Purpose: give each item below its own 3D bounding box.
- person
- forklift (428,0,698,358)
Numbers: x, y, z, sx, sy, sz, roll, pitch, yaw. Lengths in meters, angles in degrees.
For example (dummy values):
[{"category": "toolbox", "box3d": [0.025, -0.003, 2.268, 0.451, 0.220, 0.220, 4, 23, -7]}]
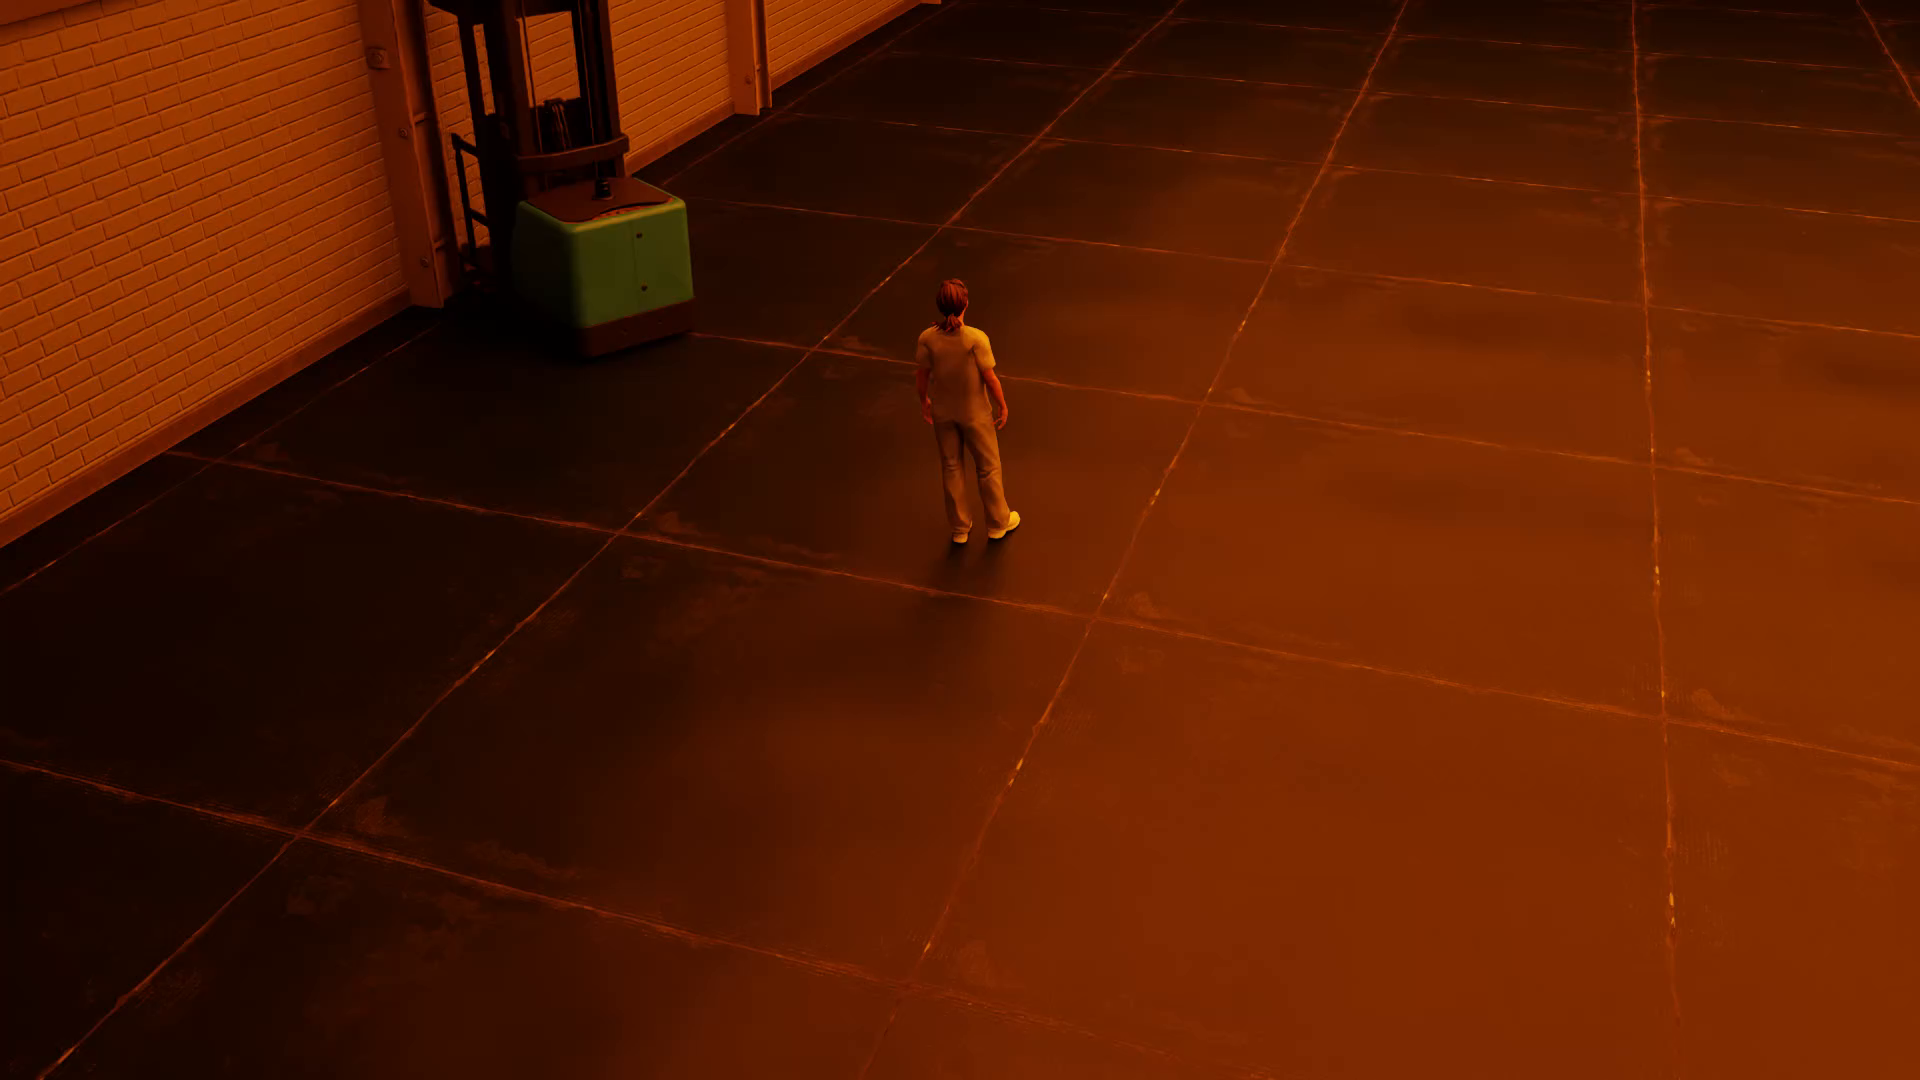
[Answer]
[{"category": "person", "box3d": [0.037, -0.766, 9.734, 0.549, 1.675, 0.549, 10, 31, 16]}, {"category": "forklift", "box3d": [-3.347, -3.280, 12.890, 1.130, 2.935, 3.031, -22, 36, -33]}]
